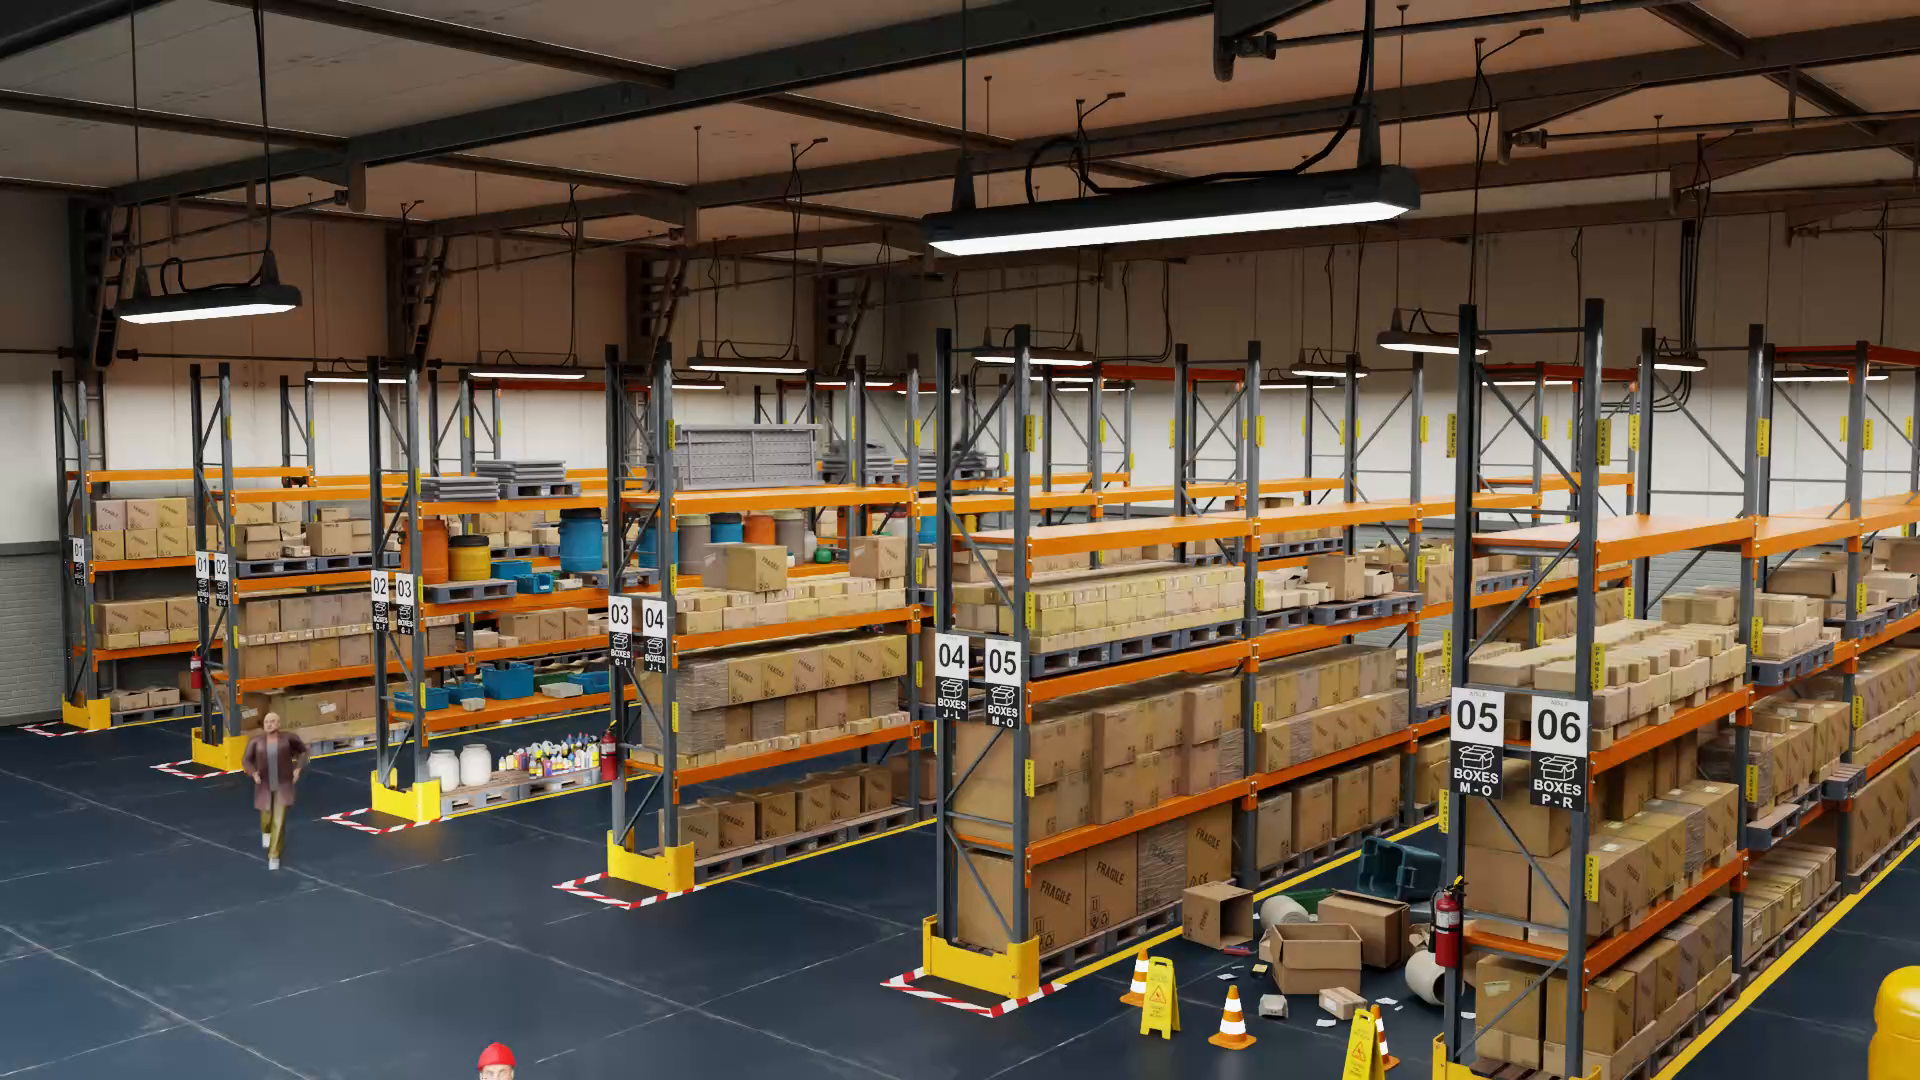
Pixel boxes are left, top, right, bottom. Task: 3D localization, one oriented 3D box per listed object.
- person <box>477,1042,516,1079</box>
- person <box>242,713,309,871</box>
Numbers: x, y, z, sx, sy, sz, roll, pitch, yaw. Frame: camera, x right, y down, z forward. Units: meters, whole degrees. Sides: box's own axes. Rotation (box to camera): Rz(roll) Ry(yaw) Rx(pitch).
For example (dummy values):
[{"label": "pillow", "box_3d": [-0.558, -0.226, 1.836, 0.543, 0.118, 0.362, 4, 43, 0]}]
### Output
[{"label": "person", "box_3d": [-2.542, 3.627, 9.149, 0.661, 1.745, 0.586, -1, 4, -7]}, {"label": "person", "box_3d": [-8.010, 2.892, 19.469, 0.718, 1.781, 0.933, -1, 4, -15]}]
